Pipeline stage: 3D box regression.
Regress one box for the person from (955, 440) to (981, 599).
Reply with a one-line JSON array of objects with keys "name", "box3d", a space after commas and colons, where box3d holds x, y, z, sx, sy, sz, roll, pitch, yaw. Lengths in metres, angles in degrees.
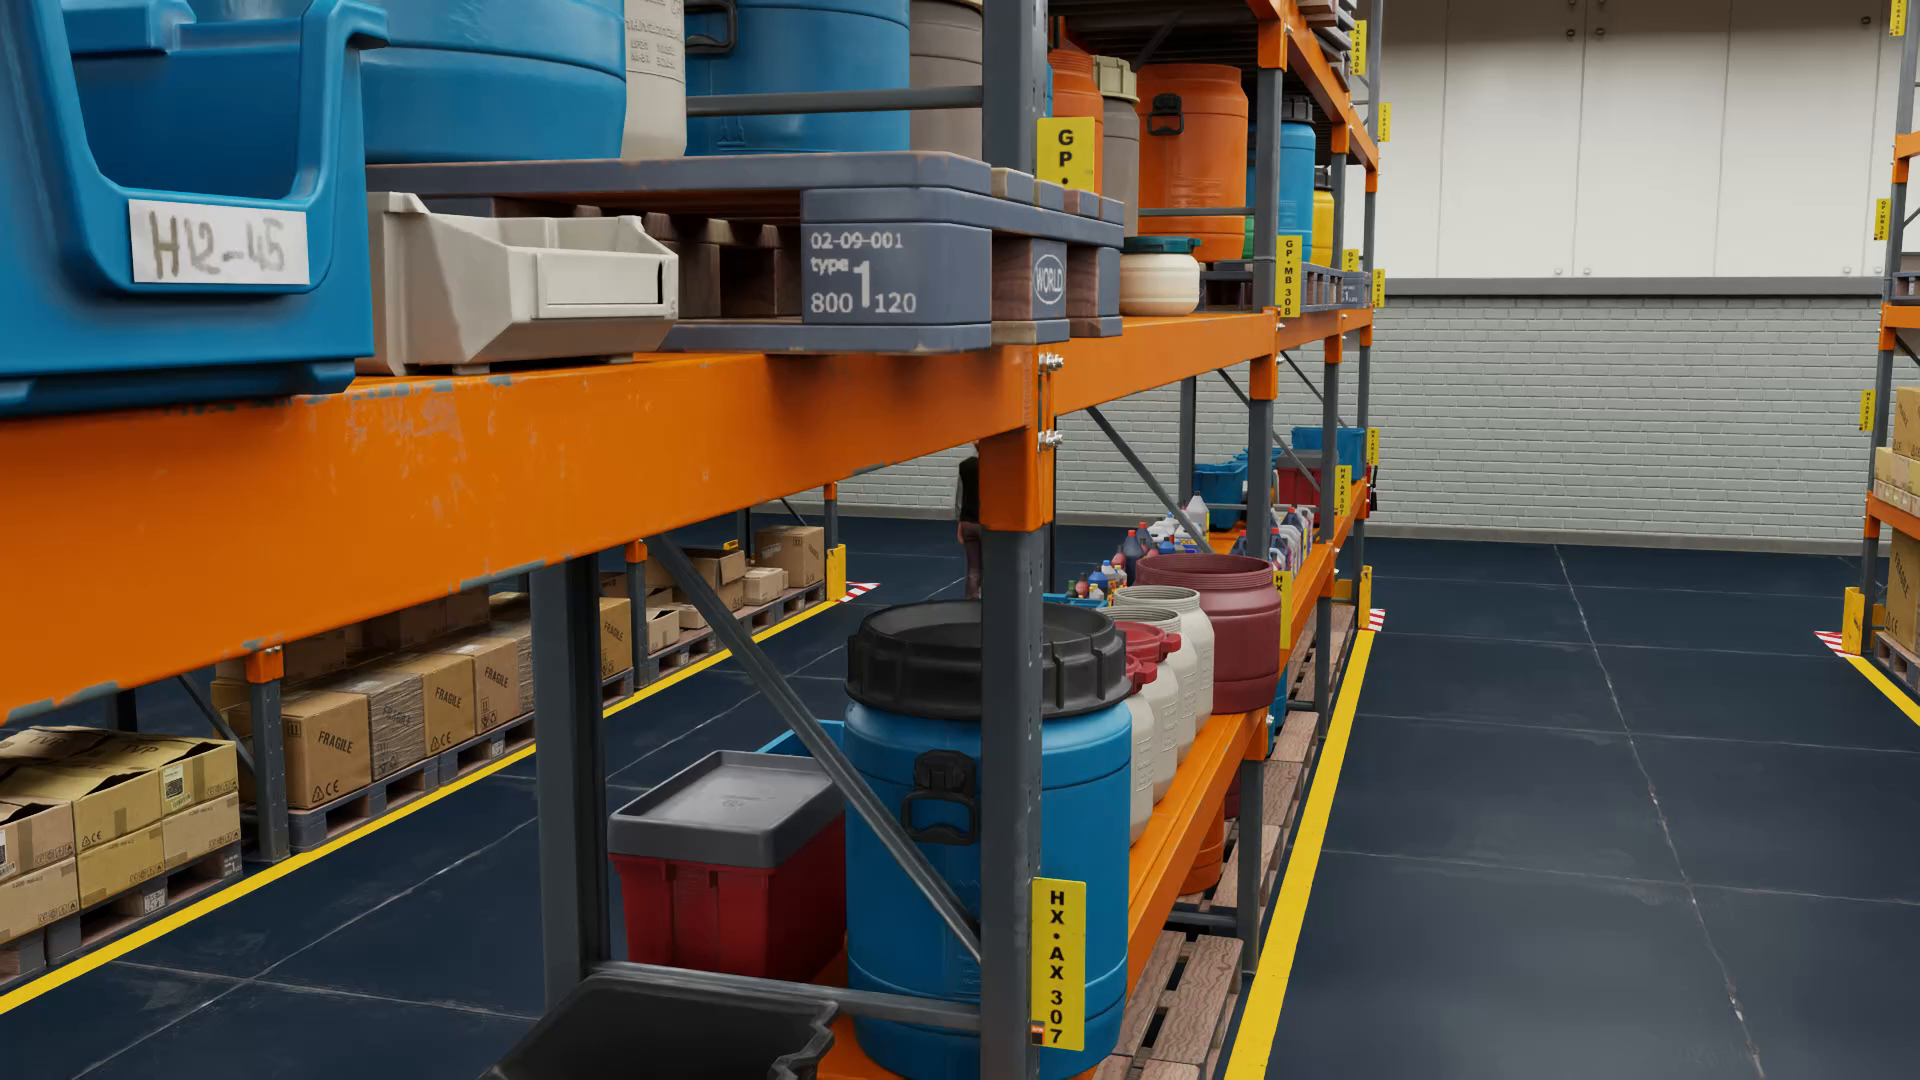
[{"name": "person", "box3d": [0.172, -0.103, 14.574, 0.579, 1.715, 0.492, 7, 11, 38]}]
